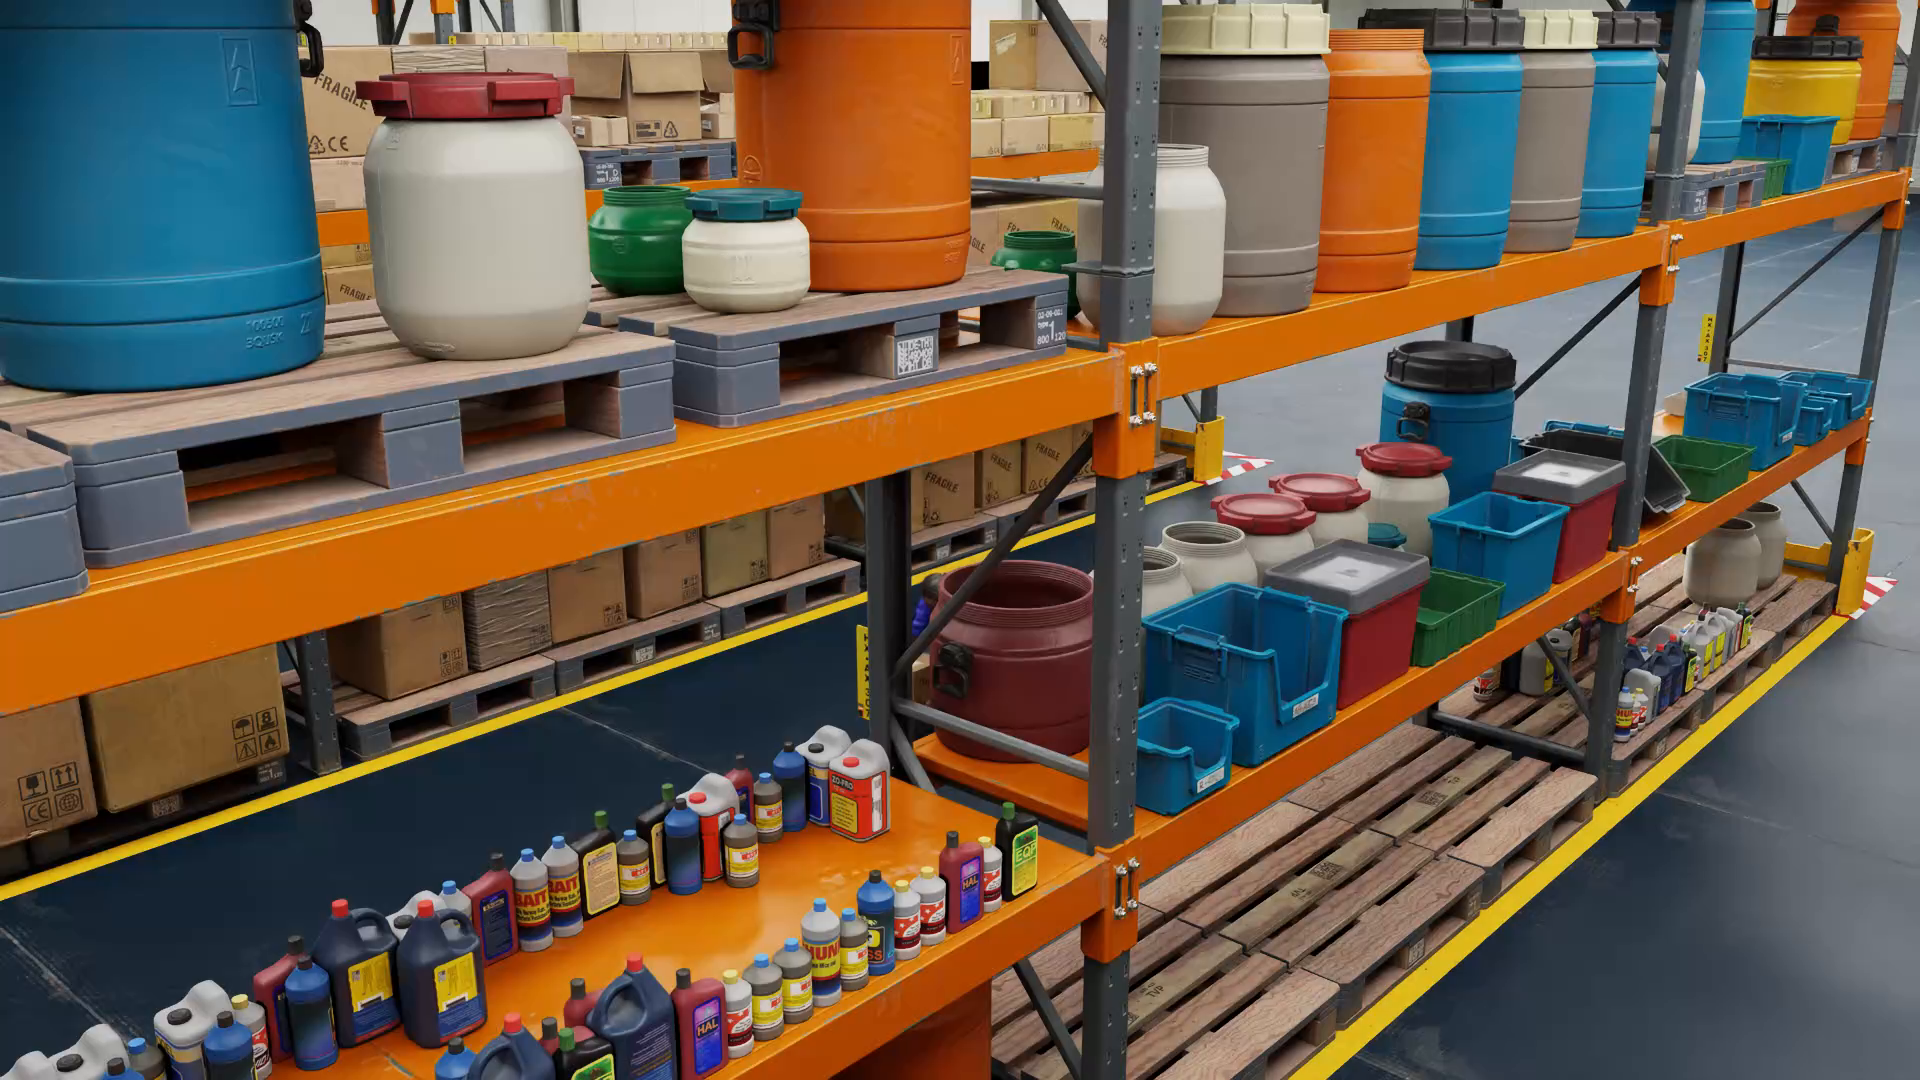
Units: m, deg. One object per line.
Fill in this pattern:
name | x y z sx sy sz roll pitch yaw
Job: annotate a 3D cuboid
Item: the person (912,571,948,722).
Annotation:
person | -0.027 0.559 9.014 0.507 0.921 0.818 15 22 39
